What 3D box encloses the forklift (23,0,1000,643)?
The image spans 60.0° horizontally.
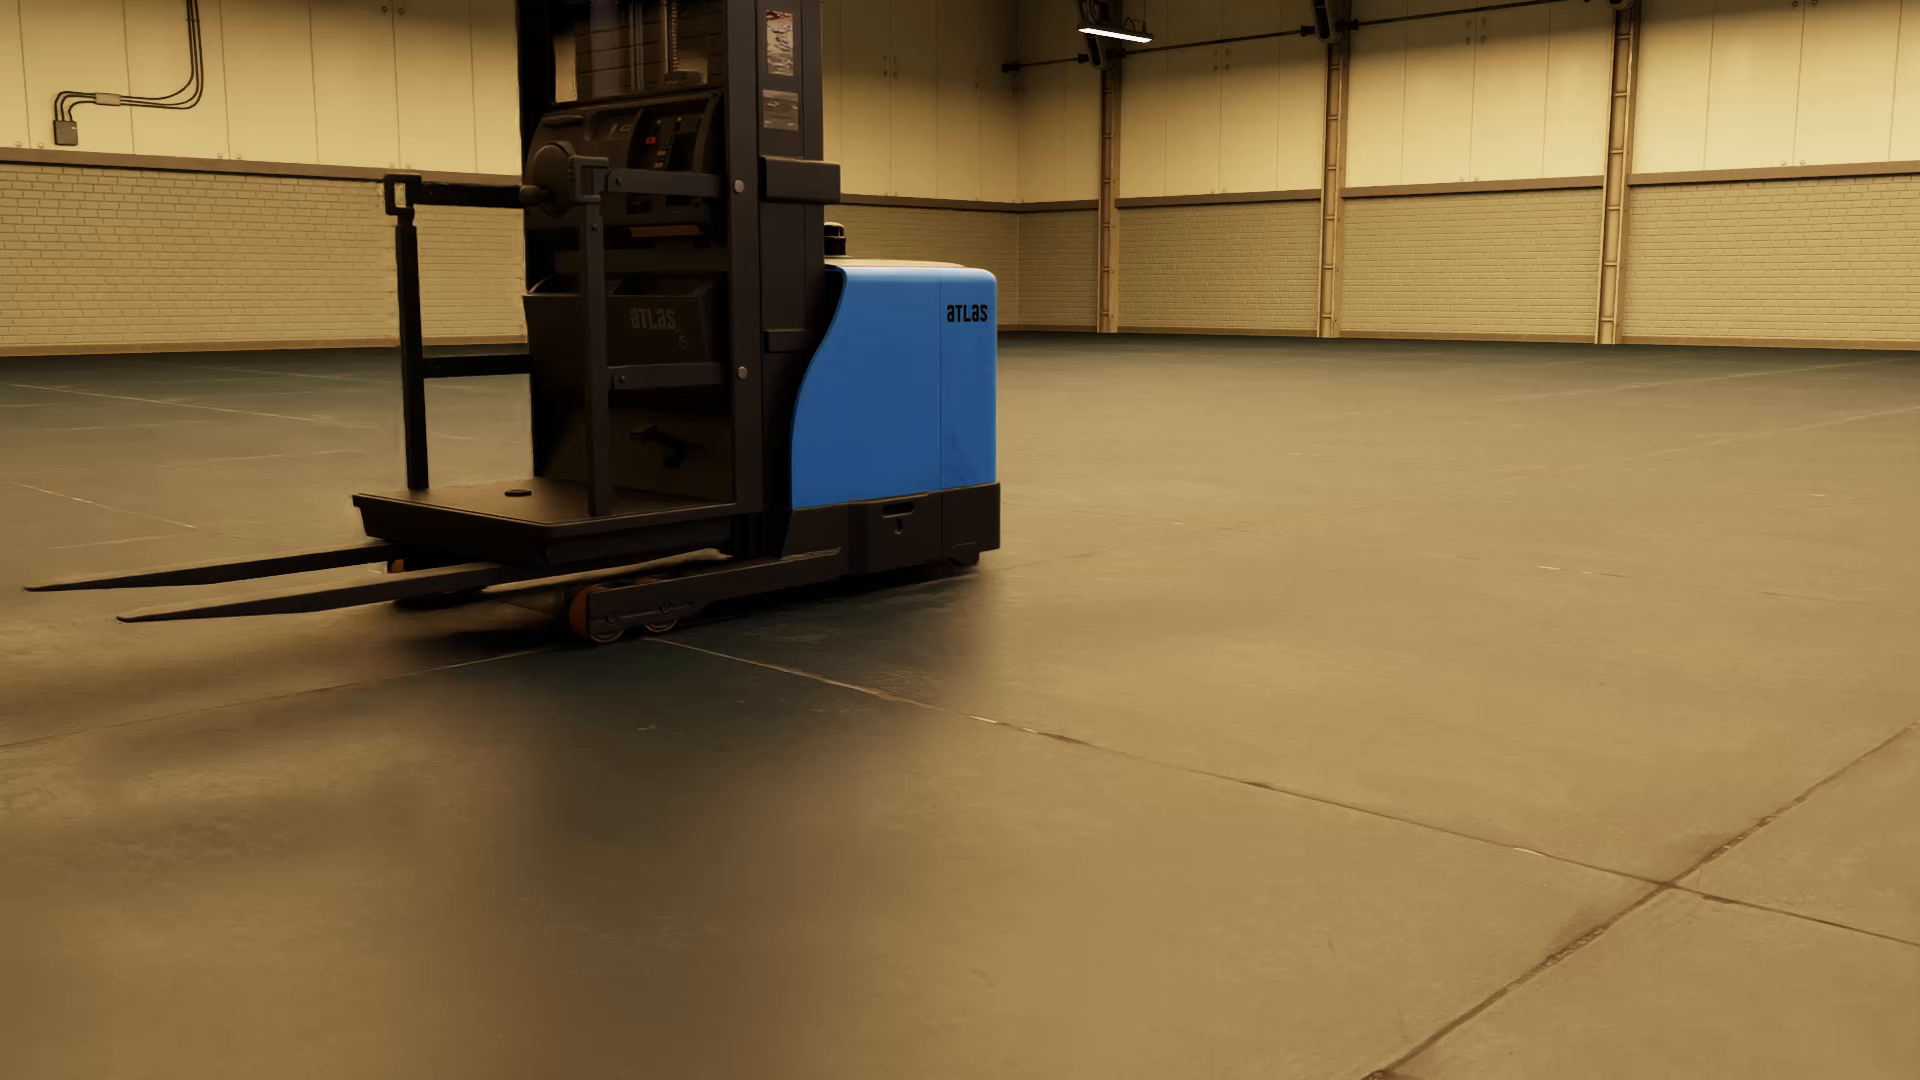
[{"bbox_3d":[-1.215,-1.239,5.100,1.130,2.935,3.031,8,11,42],"label":"forklift"}]
